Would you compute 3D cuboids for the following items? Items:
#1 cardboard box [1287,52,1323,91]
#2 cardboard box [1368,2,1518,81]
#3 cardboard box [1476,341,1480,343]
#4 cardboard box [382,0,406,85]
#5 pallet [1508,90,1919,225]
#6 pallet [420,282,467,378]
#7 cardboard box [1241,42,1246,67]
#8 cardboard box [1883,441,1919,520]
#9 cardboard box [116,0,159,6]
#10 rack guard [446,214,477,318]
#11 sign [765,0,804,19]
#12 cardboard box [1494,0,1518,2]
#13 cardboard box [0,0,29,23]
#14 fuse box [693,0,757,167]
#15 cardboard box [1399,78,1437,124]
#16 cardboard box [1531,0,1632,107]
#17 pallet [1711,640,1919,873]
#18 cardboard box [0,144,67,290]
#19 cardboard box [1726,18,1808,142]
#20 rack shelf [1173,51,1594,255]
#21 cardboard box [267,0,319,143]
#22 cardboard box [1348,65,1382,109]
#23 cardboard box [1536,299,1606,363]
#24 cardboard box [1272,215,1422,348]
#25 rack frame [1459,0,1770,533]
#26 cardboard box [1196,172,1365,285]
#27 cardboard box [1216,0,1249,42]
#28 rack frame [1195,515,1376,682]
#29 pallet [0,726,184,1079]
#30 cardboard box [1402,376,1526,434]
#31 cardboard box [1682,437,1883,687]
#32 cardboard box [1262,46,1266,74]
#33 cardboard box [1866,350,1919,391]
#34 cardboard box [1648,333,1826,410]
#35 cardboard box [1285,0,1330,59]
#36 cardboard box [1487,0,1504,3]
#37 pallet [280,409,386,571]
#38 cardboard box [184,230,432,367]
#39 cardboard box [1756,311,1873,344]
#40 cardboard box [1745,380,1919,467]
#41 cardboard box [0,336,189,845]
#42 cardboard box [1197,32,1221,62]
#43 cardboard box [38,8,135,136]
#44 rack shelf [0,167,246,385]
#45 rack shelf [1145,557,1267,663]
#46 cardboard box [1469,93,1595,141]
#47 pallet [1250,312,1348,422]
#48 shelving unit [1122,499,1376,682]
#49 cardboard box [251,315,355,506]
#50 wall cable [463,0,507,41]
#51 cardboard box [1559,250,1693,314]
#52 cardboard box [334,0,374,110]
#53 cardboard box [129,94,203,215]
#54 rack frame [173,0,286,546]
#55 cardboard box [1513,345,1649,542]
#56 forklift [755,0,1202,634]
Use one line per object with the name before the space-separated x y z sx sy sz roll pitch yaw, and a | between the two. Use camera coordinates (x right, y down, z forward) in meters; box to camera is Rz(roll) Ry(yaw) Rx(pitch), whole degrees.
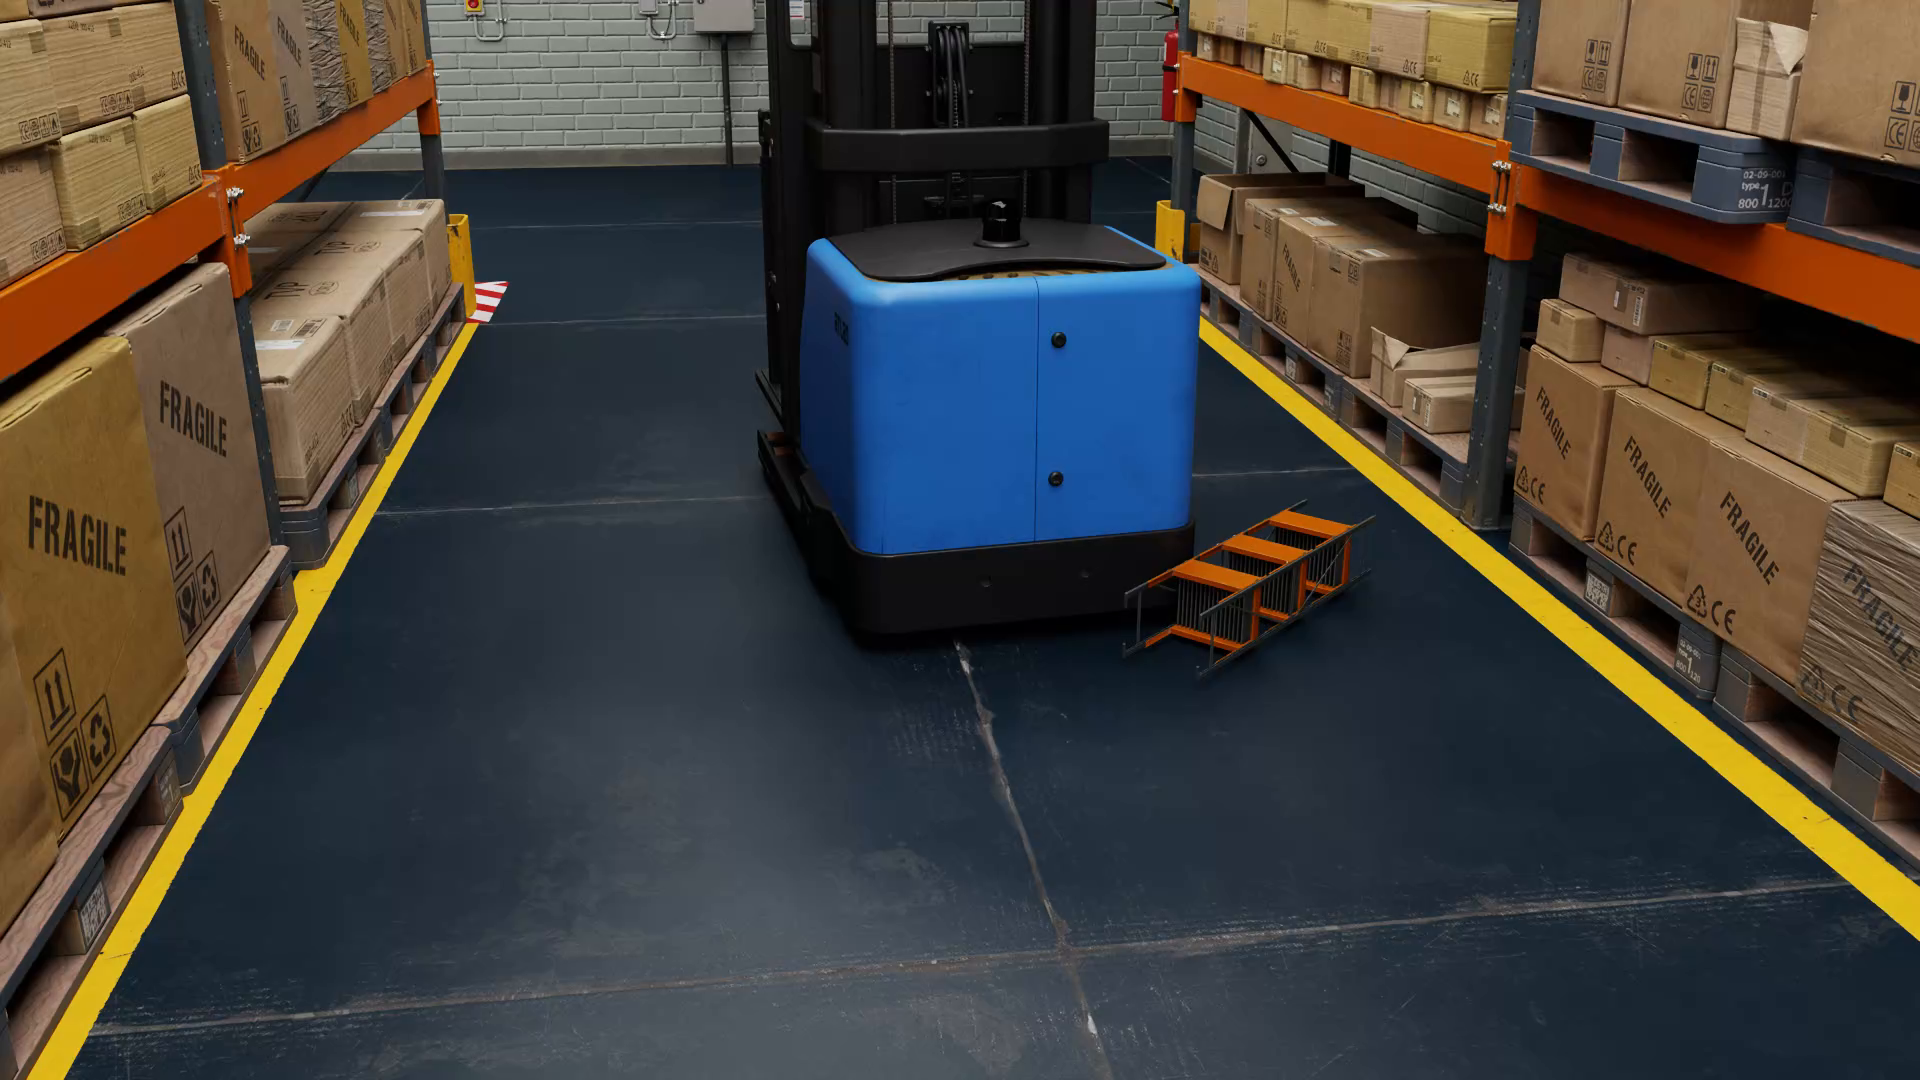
cardboard box | 1.668 -2.076 7.346 0.380 0.149 0.250 -2 21 -7
cardboard box | 1.872 -1.881 6.254 0.500 0.250 0.500 -3 21 -8
cardboard box | 2.350 -0.727 6.850 0.380 0.149 0.250 -3 21 -8
cardboard box | -2.825 -2.327 7.516 0.500 0.500 0.500 -3 21 -9
pallet | 2.281 -1.103 4.656 1.003 0.211 1.213 -3 21 -8
pallet | -3.022 -1.029 8.169 1.003 0.211 1.213 -3 21 -8
cardboard box | 1.628 -2.440 8.320 0.380 0.149 0.250 -3 21 -8
cardboard box | 2.380 -0.126 3.812 0.380 0.149 0.250 -3 21 -8
cardboard box | -2.325 -1.596 4.132 0.500 0.500 0.500 -2 21 -6
rack guard | -3.218 -1.446 8.872 1.175 0.500 0.348 -3 21 -8
sign | -1.492 -4.667 14.060 0.329 0.494 0.001 -3 21 -8
cardboard box | 2.322 -2.424 6.637 0.500 0.500 0.500 -3 21 -9
cardboard box | -2.189 -1.241 3.180 0.500 0.500 0.500 -2 21 -6
fuse box | -1.951 -4.011 14.010 0.539 1.711 0.414 -3 21 -8
cardboard box | 1.857 -1.633 6.159 0.380 0.149 0.250 -2 21 -6
cardboard box | 2.122 -1.540 4.808 0.700 0.500 0.500 -2 21 -6
pallet | 2.607 0.534 3.984 1.003 0.211 1.213 -3 21 -8
cardboard box | -2.197 -0.658 3.406 0.500 0.250 0.500 -3 21 -9
cardboard box | 2.094 -1.108 3.988 0.396 0.266 0.258 -2 21 -5
rack shelf | 1.985 -1.830 7.358 1.077 0.370 4.000 -3 21 -8
cardboard box | -2.515 -1.620 5.624 0.500 0.500 0.500 -3 21 -7
cardboard box | 1.782 -1.812 6.639 0.380 0.149 0.250 -3 21 -9
cardboard box | 2.062 -0.667 5.260 0.380 0.149 0.250 -2 21 -5
cardboard box | 1.753 -1.183 7.569 0.500 0.500 0.500 -3 21 -7
rack frame | 2.274 -1.475 5.378 1.000 3.000 0.127 -3 21 -8
cardboard box | 1.691 -1.671 8.869 0.797 0.503 0.637 -4 21 -10
cardboard box | 1.569 -2.584 8.136 0.500 0.250 0.500 -3 21 -7
rack frame | 0.988 0.156 4.947 0.008 0.200 1.050 16 26 37
pallet | -2.273 0.770 3.354 1.003 0.211 1.213 -3 21 -8
cardboard box | 1.903 -0.514 6.280 0.380 0.149 0.250 -4 21 -9
cardboard box | 2.275 0.035 4.308 0.500 0.500 0.500 -4 21 -9
cardboard box | 1.647 -2.257 7.832 0.380 0.149 0.250 -3 21 -7
cardboard box | 2.762 -0.430 4.625 0.380 0.149 0.250 -4 21 -10
cardboard box | 2.227 -0.487 4.777 0.380 0.149 0.250 -4 21 -11
cardboard box | 1.740 -2.232 7.195 0.500 0.250 0.500 -3 21 -9
cardboard box | 2.318 -2.081 6.790 0.500 0.250 0.500 -2 21 -7
pallet | -2.670 -0.184 5.908 1.003 0.211 1.213 -3 21 -8
cardboard box | -2.880 -1.065 7.341 0.875 0.438 0.875 -2 21 -6
cardboard box | 2.655 -0.601 5.083 0.380 0.149 0.250 -3 21 -8
cardboard box | 2.279 -0.304 4.288 0.380 0.149 0.250 -3 21 -8
cardboard box | -2.331 0.098 3.602 0.875 0.875 0.875 -2 21 -6
cardboard box | 1.473 -2.614 8.788 0.380 0.149 0.250 -3 21 -8
cardboard box | -2.254 -1.074 3.805 0.500 0.250 0.500 -2 21 -6
rack shelf | -2.349 -0.194 2.976 1.077 0.370 4.000 -3 21 -8
rack shelf | 0.711 0.207 4.811 0.240 0.215 0.259 16 26 37
cardboard box | 1.978 -1.455 5.683 0.380 0.149 0.250 -3 21 -7
pallet | 1.996 -0.830 7.636 1.003 0.211 1.213 -3 21 -8
shelving unit | 0.894 0.129 5.020 0.252 0.215 1.050 16 26 37
cardboard box | -2.622 -0.443 5.676 0.875 0.438 0.875 -3 21 -9
wall cable | -4.050 -5.050 13.453 0.585 1.953 0.123 -3 21 -8
cardboard box | 2.122 -0.809 5.216 0.380 0.149 0.250 -3 21 -9
cardboard box | -2.654 -1.971 6.564 0.500 0.500 0.500 -2 21 -6
cardboard box | -2.324 -1.010 4.349 0.500 0.250 0.500 -3 21 -9
rack frame | -2.638 -1.223 4.704 1.000 3.000 0.127 -3 21 -8
cardboard box | 2.121 -0.322 5.263 0.500 0.500 0.500 -2 21 -5
forklift | -0.155 -1.585 5.771 1.130 2.935 3.031 -5 21 -13
